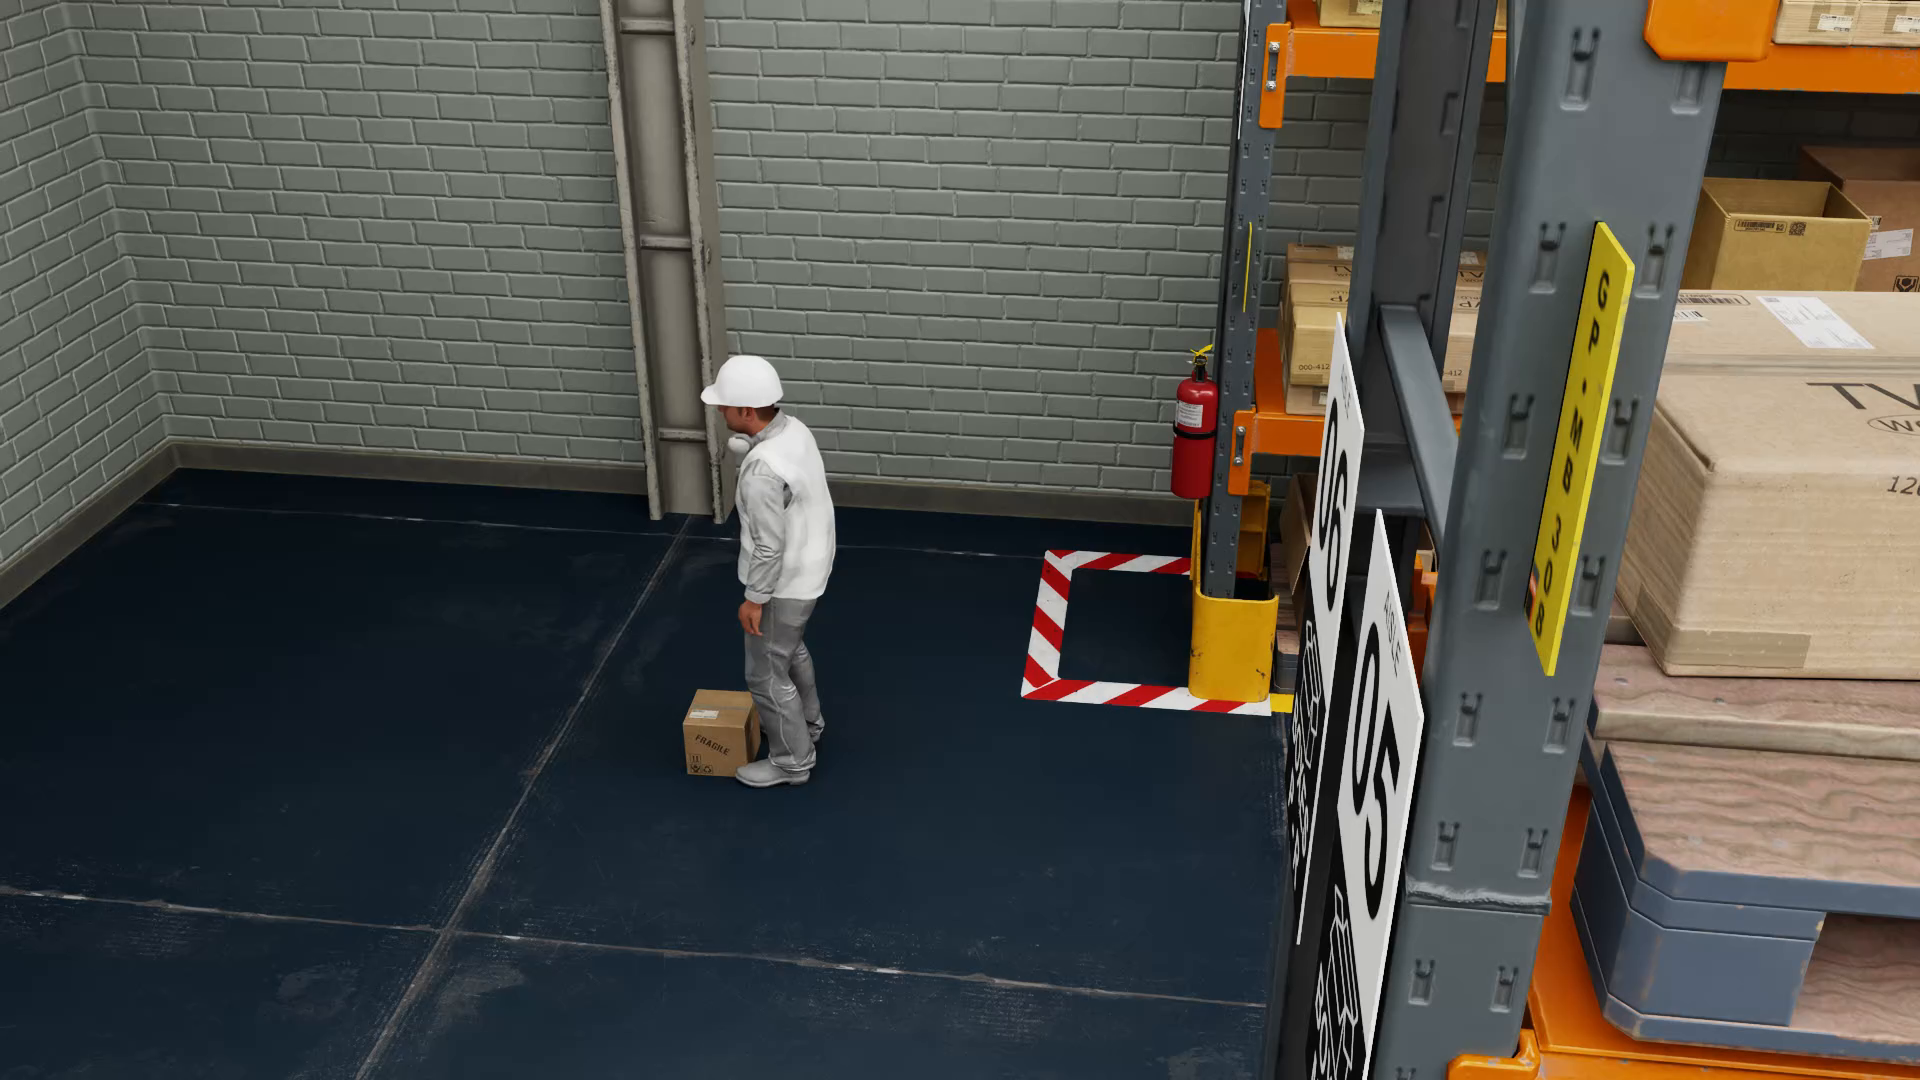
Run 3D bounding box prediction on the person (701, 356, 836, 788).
[{"bbox_3d":[-0.703,0.122,6.367,0.460,1.772,0.581,4,28,7],"label":"person"}]
